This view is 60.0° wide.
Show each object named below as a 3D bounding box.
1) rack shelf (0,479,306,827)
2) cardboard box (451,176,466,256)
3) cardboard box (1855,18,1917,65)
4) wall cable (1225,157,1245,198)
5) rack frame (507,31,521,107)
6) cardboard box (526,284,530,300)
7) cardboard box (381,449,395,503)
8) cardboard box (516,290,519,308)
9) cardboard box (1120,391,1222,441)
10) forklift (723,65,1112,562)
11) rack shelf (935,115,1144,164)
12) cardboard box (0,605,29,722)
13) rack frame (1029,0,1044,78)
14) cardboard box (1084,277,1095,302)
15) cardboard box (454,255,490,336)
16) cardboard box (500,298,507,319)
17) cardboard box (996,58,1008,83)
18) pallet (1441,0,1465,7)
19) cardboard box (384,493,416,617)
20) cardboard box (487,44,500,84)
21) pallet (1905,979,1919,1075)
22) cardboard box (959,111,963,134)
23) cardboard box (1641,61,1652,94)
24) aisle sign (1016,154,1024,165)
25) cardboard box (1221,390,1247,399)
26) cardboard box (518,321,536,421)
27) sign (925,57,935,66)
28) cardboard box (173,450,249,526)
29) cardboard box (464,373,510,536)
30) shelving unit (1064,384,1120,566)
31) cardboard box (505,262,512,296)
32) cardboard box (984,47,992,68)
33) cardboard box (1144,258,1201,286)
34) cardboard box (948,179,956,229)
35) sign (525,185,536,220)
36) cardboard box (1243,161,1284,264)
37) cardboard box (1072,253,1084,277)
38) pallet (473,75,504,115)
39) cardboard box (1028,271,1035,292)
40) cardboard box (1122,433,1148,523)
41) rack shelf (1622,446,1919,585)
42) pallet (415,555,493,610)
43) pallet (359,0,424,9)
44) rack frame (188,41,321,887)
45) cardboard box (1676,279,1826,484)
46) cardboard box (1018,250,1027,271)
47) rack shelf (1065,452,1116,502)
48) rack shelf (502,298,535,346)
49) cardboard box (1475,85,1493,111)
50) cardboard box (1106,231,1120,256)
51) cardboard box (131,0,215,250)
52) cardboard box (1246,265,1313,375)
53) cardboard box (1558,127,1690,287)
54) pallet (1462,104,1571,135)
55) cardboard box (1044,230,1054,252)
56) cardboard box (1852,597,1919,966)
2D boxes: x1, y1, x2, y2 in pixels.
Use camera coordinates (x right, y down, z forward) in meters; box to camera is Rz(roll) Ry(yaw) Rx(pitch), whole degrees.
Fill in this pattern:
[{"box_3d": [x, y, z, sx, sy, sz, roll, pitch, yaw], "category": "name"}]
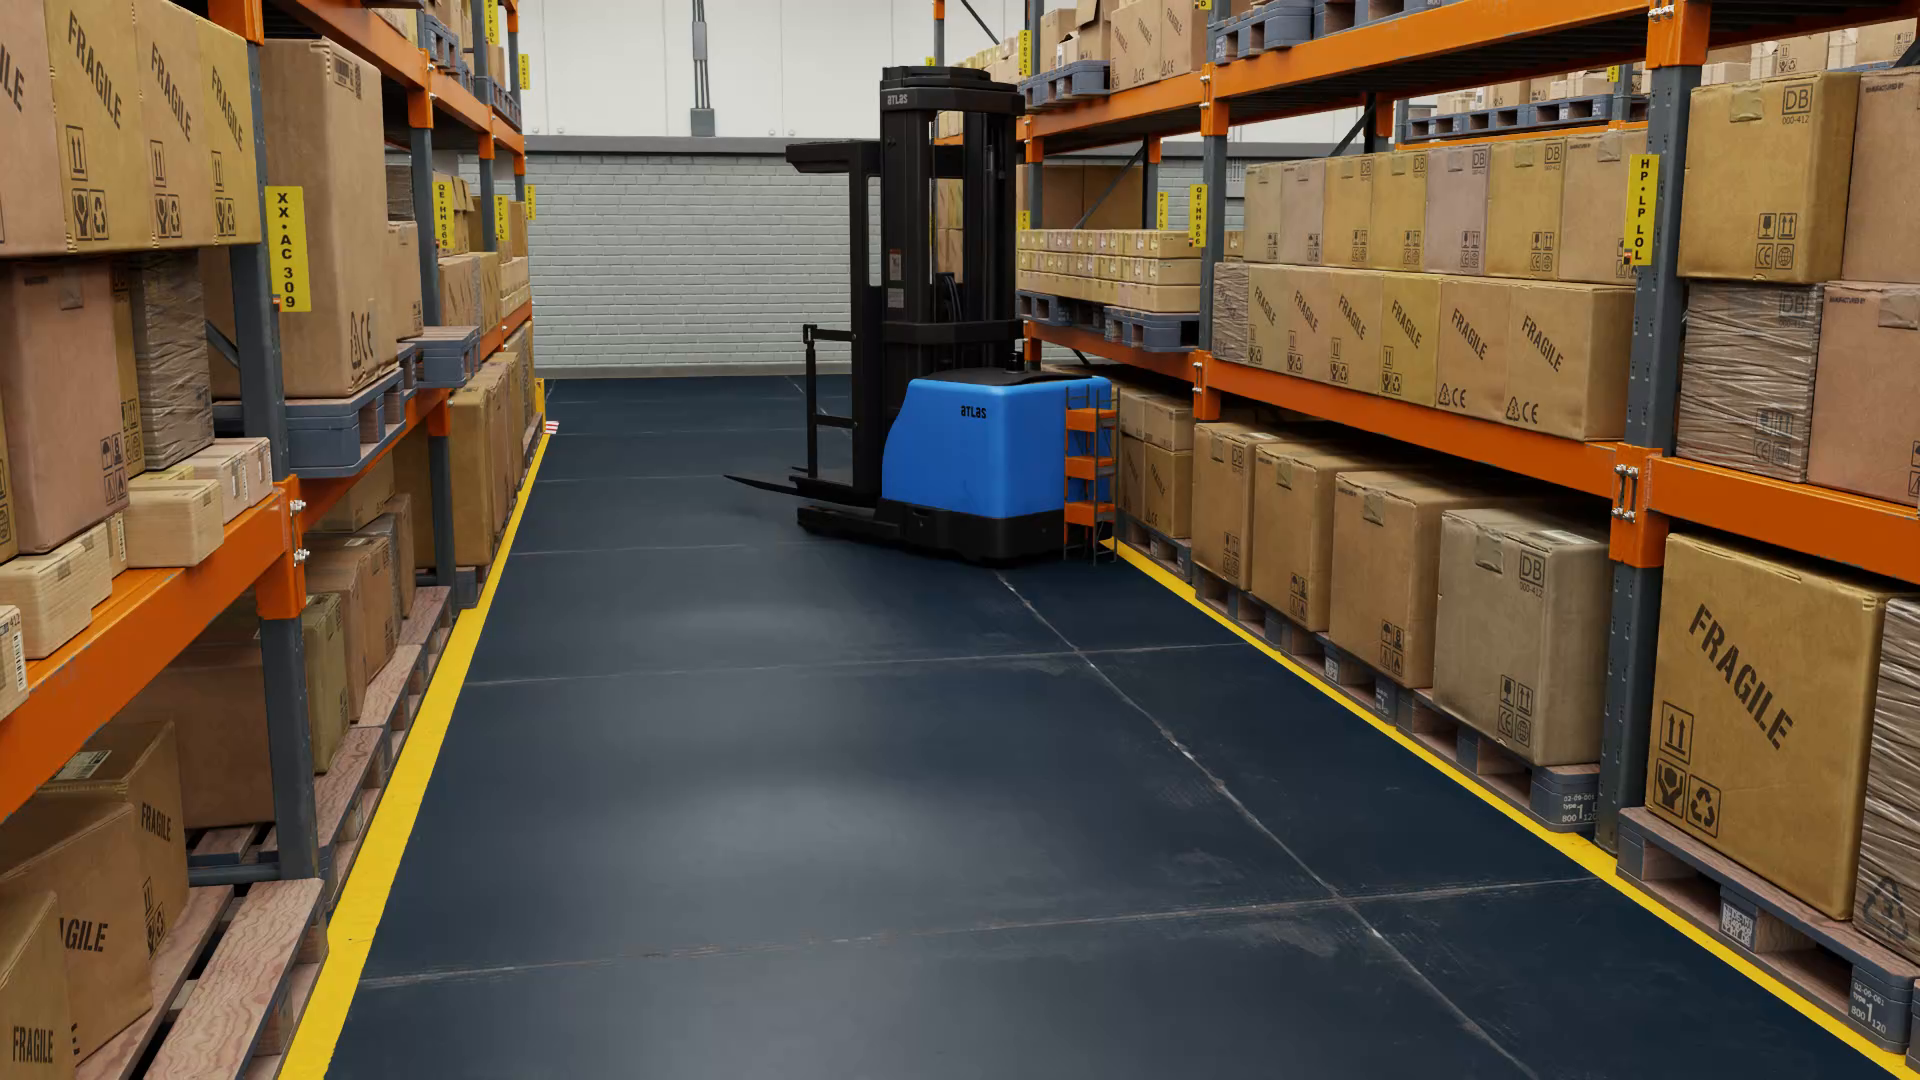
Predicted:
[{"box_3d": [-1.918, 0.400, 2.497, 1.077, 0.370, 4.000, -2, 11, -11], "category": "rack shelf"}, {"box_3d": [-3.609, -2.086, 10.685, 0.797, 0.503, 0.637, -2, 11, -10], "category": "cardboard box"}, {"box_3d": [6.257, -3.318, 10.693, 0.700, 0.500, 0.500, -3, 11, -14], "category": "cardboard box"}, {"box_3d": [3.960, -4.429, 23.145, 0.585, 1.953, 0.123, -2, 11, -11], "category": "wall cable"}, {"box_3d": [-4.641, -5.468, 15.359, 1.000, 3.000, 0.127, -2, 11, -11], "category": "rack frame"}, {"box_3d": [-4.197, -2.297, 15.413, 0.380, 0.149, 0.250, -2, 11, -10], "category": "cardboard box"}, {"box_3d": [-2.926, -0.289, 7.694, 0.500, 0.250, 0.500, -2, 11, -9], "category": "cardboard box"}, {"box_3d": [-3.899, -2.016, 13.940, 0.380, 0.149, 0.250, -2, 11, -13], "category": "cardboard box"}, {"box_3d": [1.301, -0.771, 10.279, 0.500, 0.250, 0.500, -2, 11, -10], "category": "cardboard box"}, {"box_3d": [-0.426, -1.525, 10.868, 1.130, 2.935, 3.031, -10, 15, -42], "category": "forklift"}, {"box_3d": [0.633, -3.436, 14.630, 1.077, 0.370, 4.000, -2, 11, -11], "category": "rack shelf"}, {"box_3d": [-1.548, 0.197, 2.310, 0.380, 0.149, 0.250, -2, 11, -11], "category": "cardboard box"}, {"box_3d": [1.022, -4.896, 12.355, 1.000, 3.000, 0.127, -2, 11, -11], "category": "rack frame"}, {"box_3d": [1.008, -1.608, 10.670, 0.380, 0.149, 0.250, -2, 11, -9], "category": "cardboard box"}, {"box_3d": [-3.306, -1.574, 10.678, 0.500, 0.500, 0.500, -2, 11, -12], "category": "cardboard box"}, {"box_3d": [-3.595, -1.730, 12.438, 0.380, 0.149, 0.250, -2, 11, -11], "category": "cardboard box"}, {"box_3d": [0.593, -3.766, 13.503, 0.500, 0.250, 0.500, -3, 11, -13], "category": "cardboard box"}, {"box_3d": [2.351, -2.028, 5.819, 0.805, 0.209, 1.217, -3, 11, -13], "category": "pallet"}, {"box_3d": [-2.935, 0.080, 7.762, 0.700, 0.500, 0.500, -3, 11, -14], "category": "cardboard box"}, {"box_3d": [-4.137, -3.907, 13.520, 0.700, 0.500, 0.500, -2, 11, -9], "category": "cardboard box"}, {"box_3d": [2.889, 1.254, 3.542, 1.003, 0.211, 1.213, -2, 11, -11], "category": "pallet"}, {"box_3d": [0.291, -3.800, 15.020, 0.500, 0.250, 0.500, -2, 11, -13], "category": "cardboard box"}, {"box_3d": [5.612, -3.657, 13.103, 0.396, 0.266, 0.258, -2, 11, -12], "category": "cardboard box"}, {"box_3d": [0.524, -3.984, 16.655, 0.394, 0.787, 0.004, -2, 11, -11], "category": "aisle sign"}, {"box_3d": [1.804, -0.791, 10.385, 0.500, 0.250, 0.500, -2, 11, -12], "category": "cardboard box"}, {"box_3d": [-4.438, -1.569, 15.478, 0.875, 0.875, 0.875, -2, 11, -11], "category": "cardboard box"}, {"box_3d": [-0.289, -4.566, 16.304, 0.100, 0.325, 0.005, -2, 11, -11], "category": "sign"}, {"box_3d": [-1.938, -0.122, 3.987, 0.380, 0.149, 0.250, -2, 11, -11], "category": "cardboard box"}, {"box_3d": [-3.365, -0.508, 9.900, 1.225, 0.875, 0.875, -2, 11, -11], "category": "cardboard box"}, {"box_3d": [0.785, -0.389, 9.935, 0.215, 1.050, 0.252, -10, 15, -42], "category": "shelving unit"}, {"box_3d": [-3.790, -2.047, 13.035, 0.500, 0.250, 0.500, -2, 11, -11], "category": "cardboard box"}, {"box_3d": [0.416, -4.074, 14.056, 0.380, 0.149, 0.250, -2, 11, -11], "category": "cardboard box"}, {"box_3d": [1.257, -1.519, 9.407, 0.380, 0.149, 0.250, -2, 11, -10], "category": "cardboard box"}, {"box_3d": [0.175, -3.185, 15.671, 0.500, 0.500, 0.500, -2, 11, -9], "category": "cardboard box"}, {"box_3d": [-4.106, -3.224, 15.880, 0.100, 0.325, 0.005, -2, 11, -11], "category": "sign"}, {"box_3d": [1.877, -1.673, 8.524, 0.700, 0.500, 0.500, -2, 11, -11], "category": "cardboard box"}, {"box_3d": [0.953, -1.803, 10.898, 0.380, 0.149, 0.250, -2, 11, -12], "category": "cardboard box"}, {"box_3d": [-4.012, -3.368, 12.584, 1.003, 0.211, 1.213, -2, 11, -11], "category": "pallet"}, {"box_3d": [0.707, -1.893, 12.167, 0.380, 0.149, 0.250, -2, 11, -10], "category": "cardboard box"}, {"box_3d": [1.318, -0.401, 10.341, 0.500, 0.500, 0.500, -2, 11, -9], "category": "cardboard box"}, {"box_3d": [2.967, 0.238, 3.347, 1.077, 0.370, 4.000, -2, 11, -11], "category": "rack shelf"}, {"box_3d": [-3.165, 0.169, 9.246, 1.003, 0.211, 1.213, -2, 11, -11], "category": "pallet"}, {"box_3d": [-2.528, -2.009, 5.708, 1.213, 0.211, 1.003, -2, 11, -11], "category": "pallet"}, {"box_3d": [-2.307, -0.320, 4.357, 1.000, 3.000, 0.127, -2, 11, -11], "category": "rack frame"}, {"box_3d": [2.661, -0.489, 4.840, 0.875, 0.550, 0.550, -2, 11, -11], "category": "cardboard box"}, {"box_3d": [0.647, -2.089, 12.405, 0.380, 0.149, 0.250, -2, 11, -10], "category": "cardboard box"}, {"box_3d": [0.785, -0.379, 9.937, 0.215, 0.259, 0.240, -10, 15, -42], "category": "rack shelf"}, {"box_3d": [-4.252, -1.801, 14.060, 1.077, 0.370, 4.000, -2, 11, -11], "category": "rack shelf"}, {"box_3d": [5.322, -4.290, 16.041, 0.500, 0.311, 0.500, -2, 11, -10], "category": "cardboard box"}, {"box_3d": [1.101, -1.807, 10.126, 0.380, 0.149, 0.250, -2, 11, -9], "category": "cardboard box"}, {"box_3d": [-1.851, -0.843, 3.364, 0.500, 0.500, 0.500, -2, 11, -11], "category": "cardboard box"}, {"box_3d": [1.724, -1.080, 8.079, 0.500, 0.500, 0.500, -2, 11, -12], "category": "cardboard box"}, {"box_3d": [2.475, -1.113, 5.582, 0.700, 0.500, 0.500, -2, 11, -12], "category": "cardboard box"}, {"box_3d": [5.475, -3.952, 15.651, 1.003, 0.211, 1.213, -2, 11, -11], "category": "pallet"}, {"box_3d": [0.801, -2.092, 11.621, 0.380, 0.149, 0.250, -2, 11, -12], "category": "cardboard box"}, {"box_3d": [2.810, 0.638, 3.879, 0.875, 0.875, 0.875, -2, 11, -11], "category": "cardboard box"}]
